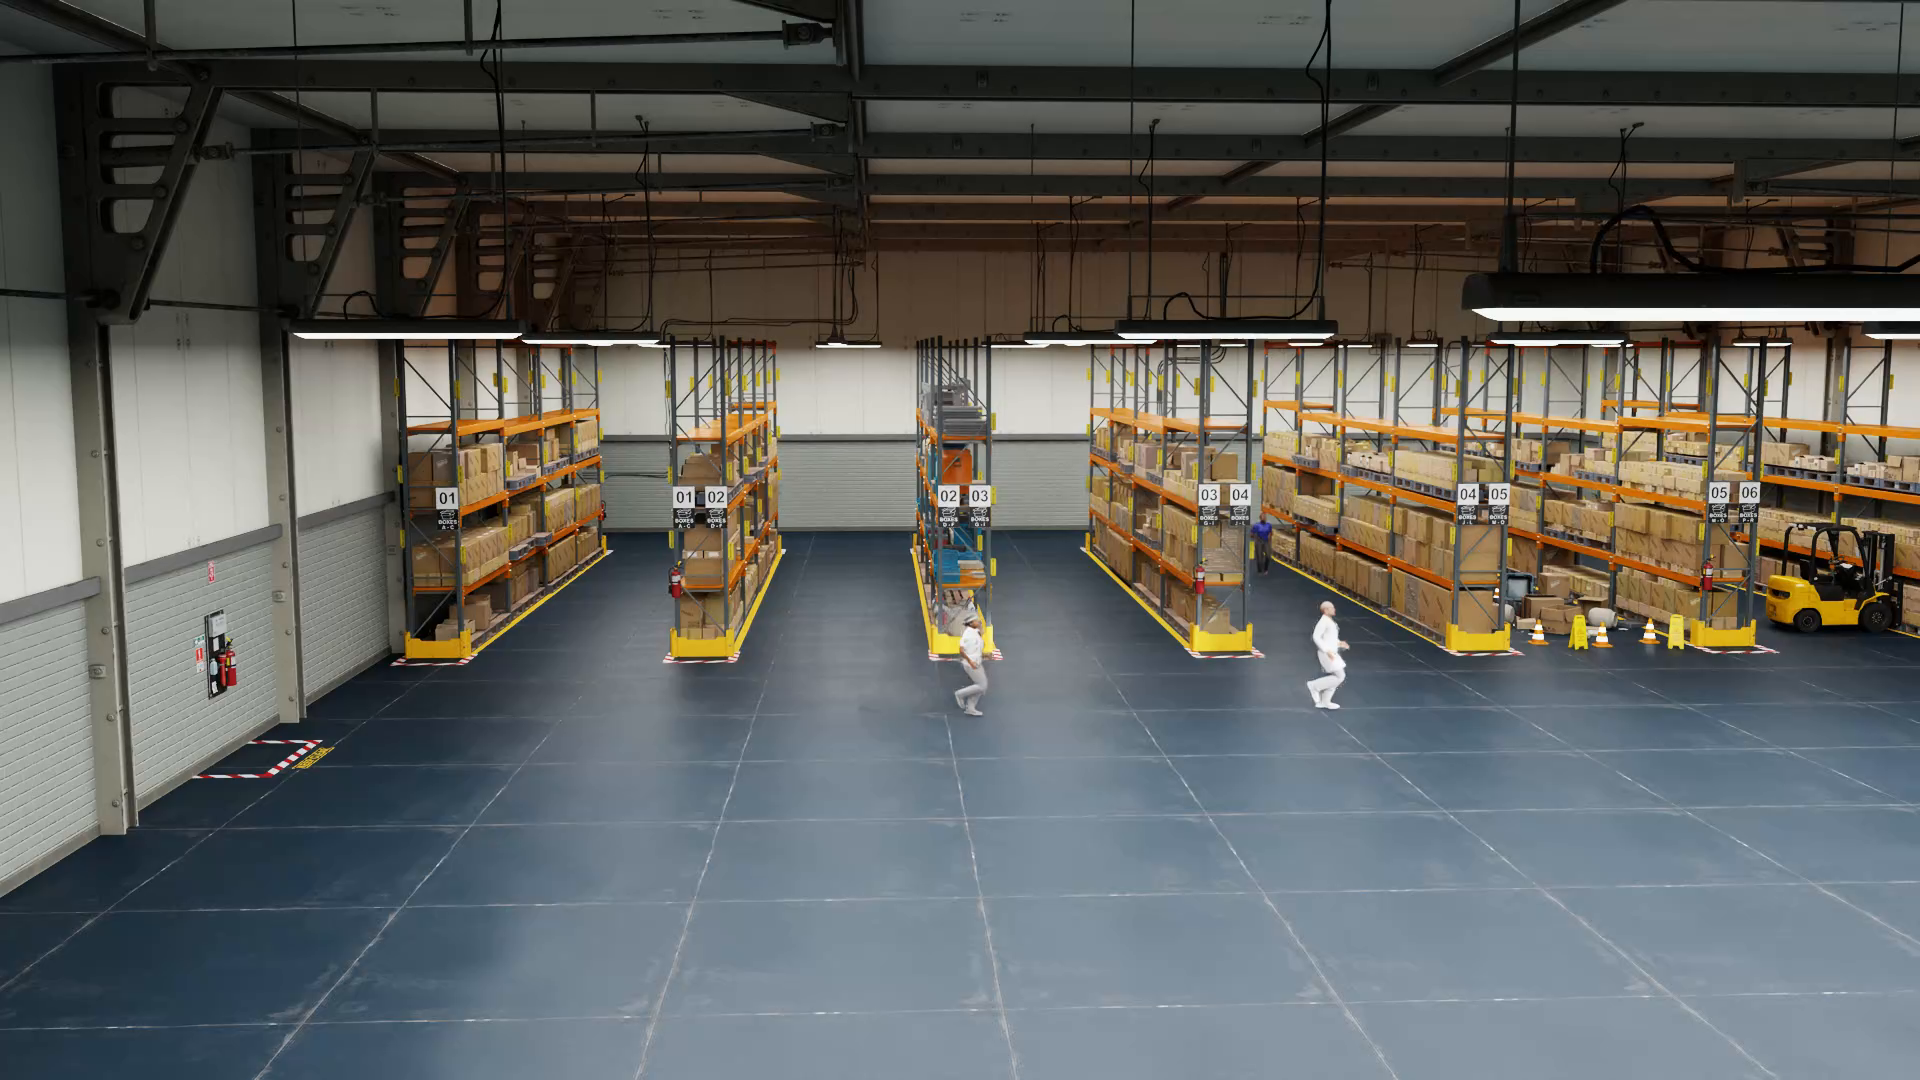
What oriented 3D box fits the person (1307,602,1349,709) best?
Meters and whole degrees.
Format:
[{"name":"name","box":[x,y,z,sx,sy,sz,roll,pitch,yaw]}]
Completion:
[{"name":"person","box":[5.903,1.845,26.631,0.635,1.730,0.708,2,7,17]}]

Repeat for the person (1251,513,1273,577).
[{"name":"person","box":[7.673,0.134,42.126,0.584,1.641,0.620,0,6,-1]}]

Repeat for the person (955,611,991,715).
[{"name":"person","box":[0.210,1.944,26.164,0.559,1.652,0.575,1,7,12]}]
